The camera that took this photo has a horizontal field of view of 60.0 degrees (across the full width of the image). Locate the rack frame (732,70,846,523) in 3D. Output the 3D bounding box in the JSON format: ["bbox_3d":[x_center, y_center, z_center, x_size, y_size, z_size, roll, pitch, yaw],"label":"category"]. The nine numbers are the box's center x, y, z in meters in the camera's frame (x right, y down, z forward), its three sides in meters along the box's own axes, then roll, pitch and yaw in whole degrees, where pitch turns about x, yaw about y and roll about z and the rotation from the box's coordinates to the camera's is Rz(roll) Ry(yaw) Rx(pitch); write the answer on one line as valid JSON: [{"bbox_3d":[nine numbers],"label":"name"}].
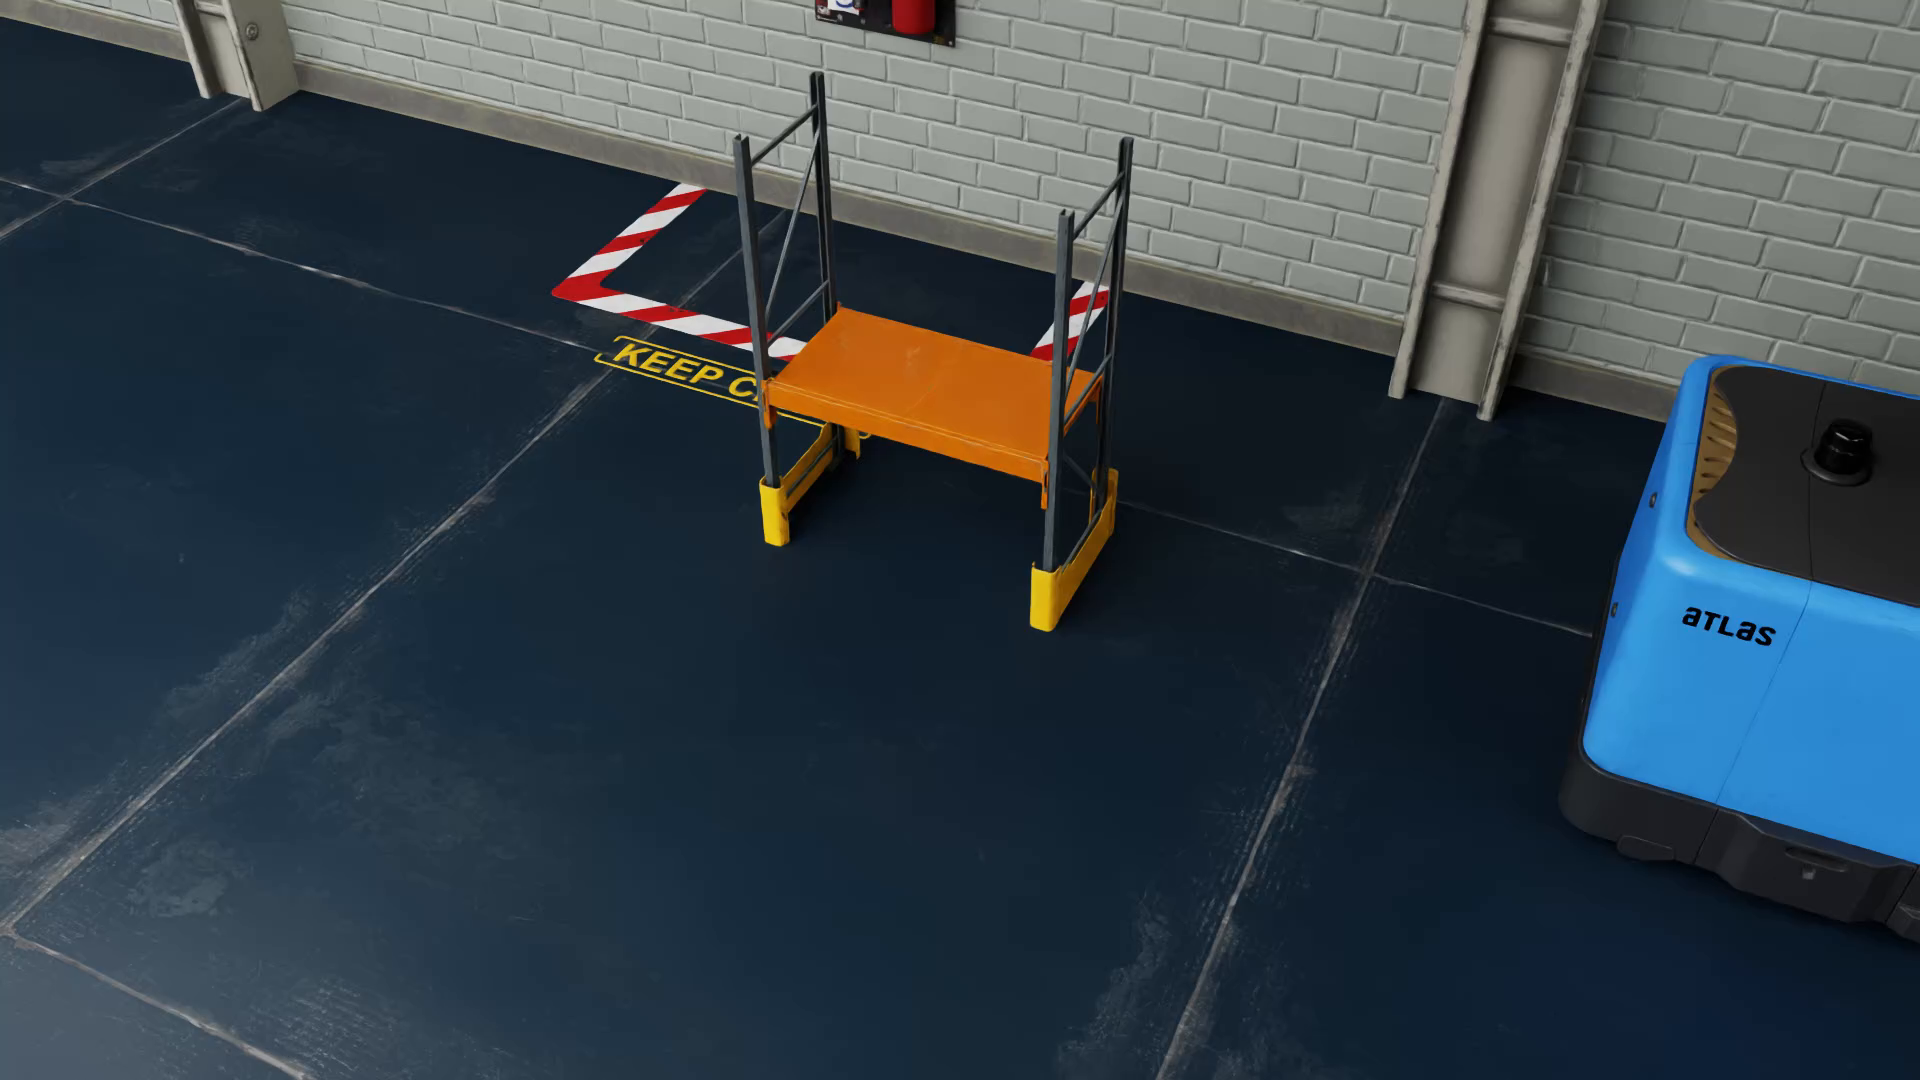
[{"bbox_3d":[-0.538,-0.731,5.448,0.032,1.500,0.500,17,44,19],"label":"rack frame"}]

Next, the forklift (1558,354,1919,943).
[{"bbox_3d":[3.278,-0.170,3.708,3.031,2.935,1.130,16,43,18],"label":"forklift"}]

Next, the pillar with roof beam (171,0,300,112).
[{"bbox_3d":[-5.370,-3.097,2.453,0.400,9.000,9.100,17,44,19],"label":"pillar with roof beam"}]

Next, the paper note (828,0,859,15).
[{"bbox_3d":[-0.467,-2.188,6.657,0.142,0.148,0.016,17,44,19],"label":"paper note"}]

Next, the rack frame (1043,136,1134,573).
[{"bbox_3d":[0.383,-0.450,5.124,0.032,1.500,0.500,17,44,19],"label":"rack frame"}]

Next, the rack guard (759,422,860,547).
[{"bbox_3d":[-0.520,-0.253,5.852,0.087,0.250,0.587,17,44,19],"label":"rack guard"}]

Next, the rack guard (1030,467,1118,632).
[{"bbox_3d":[0.382,0.022,5.533,0.087,0.250,0.587,17,44,19],"label":"rack guard"}]

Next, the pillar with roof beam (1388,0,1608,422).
[{"bbox_3d":[0.067,-1.436,0.536,0.400,9.000,9.100,17,44,19],"label":"pillar with roof beam"}]

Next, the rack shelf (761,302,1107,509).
[{"bbox_3d":[-0.077,-0.454,5.404,1.000,0.185,0.538,17,44,19],"label":"rack shelf"}]

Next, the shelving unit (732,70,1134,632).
[{"bbox_3d":[-0.069,-0.588,5.283,1.083,1.500,0.587,17,44,19],"label":"shelving unit"}]

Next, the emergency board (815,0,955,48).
[{"bbox_3d":[-0.336,-2.431,6.264,0.643,1.169,0.194,17,44,19],"label":"emergency board"}]
